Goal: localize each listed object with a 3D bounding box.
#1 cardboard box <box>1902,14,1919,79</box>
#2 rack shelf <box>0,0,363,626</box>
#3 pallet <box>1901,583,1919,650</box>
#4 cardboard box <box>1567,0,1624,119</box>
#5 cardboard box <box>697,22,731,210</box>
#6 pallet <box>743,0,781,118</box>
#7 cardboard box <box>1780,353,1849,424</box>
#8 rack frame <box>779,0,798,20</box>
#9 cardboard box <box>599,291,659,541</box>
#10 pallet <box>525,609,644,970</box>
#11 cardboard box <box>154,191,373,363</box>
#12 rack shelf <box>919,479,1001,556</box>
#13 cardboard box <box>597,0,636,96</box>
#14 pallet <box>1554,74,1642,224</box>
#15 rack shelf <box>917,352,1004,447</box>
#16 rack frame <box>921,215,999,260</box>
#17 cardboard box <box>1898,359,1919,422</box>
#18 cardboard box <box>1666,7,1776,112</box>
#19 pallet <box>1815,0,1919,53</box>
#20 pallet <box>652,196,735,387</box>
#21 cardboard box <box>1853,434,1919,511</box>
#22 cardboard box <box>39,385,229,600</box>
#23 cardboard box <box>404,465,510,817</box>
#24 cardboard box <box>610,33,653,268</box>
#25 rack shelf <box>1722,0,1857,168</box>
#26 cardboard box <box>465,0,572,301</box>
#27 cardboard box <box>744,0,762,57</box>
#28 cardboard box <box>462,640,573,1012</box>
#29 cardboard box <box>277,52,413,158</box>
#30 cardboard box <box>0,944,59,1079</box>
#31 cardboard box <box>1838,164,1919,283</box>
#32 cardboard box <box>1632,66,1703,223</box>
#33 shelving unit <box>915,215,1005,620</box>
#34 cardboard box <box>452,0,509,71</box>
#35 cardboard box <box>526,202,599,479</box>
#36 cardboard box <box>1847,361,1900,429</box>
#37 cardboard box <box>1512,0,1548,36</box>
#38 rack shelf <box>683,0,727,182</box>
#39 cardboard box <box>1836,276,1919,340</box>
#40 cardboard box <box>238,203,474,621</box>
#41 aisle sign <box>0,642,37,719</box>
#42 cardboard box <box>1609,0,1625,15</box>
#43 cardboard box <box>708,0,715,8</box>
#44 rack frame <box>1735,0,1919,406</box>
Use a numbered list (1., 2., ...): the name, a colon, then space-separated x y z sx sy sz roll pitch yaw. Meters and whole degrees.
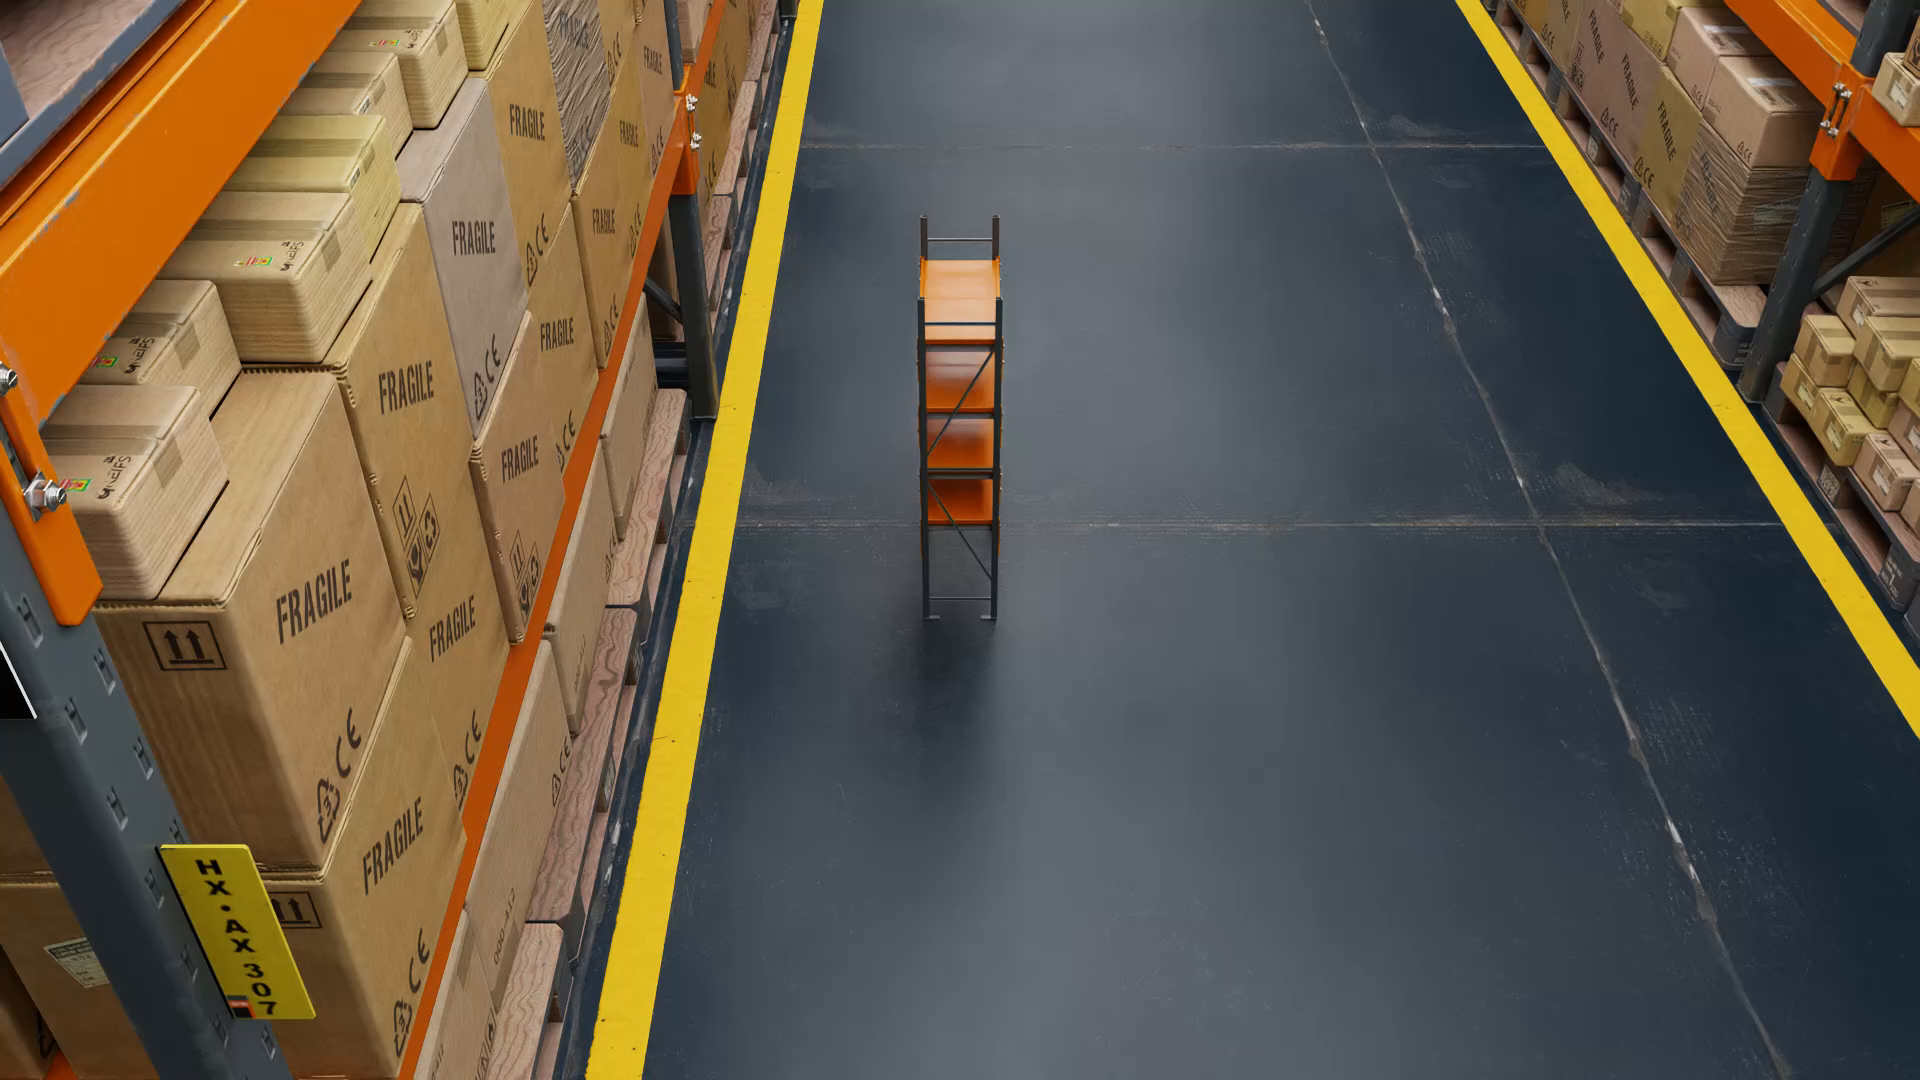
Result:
1. cardboard box: 3.274 -1.571 4.994 0.500 0.500 0.500 -1 39 -1
2. rack shelf: -1.422 -1.298 3.148 1.077 0.370 4.000 0 39 0
3. pallet: 3.566 0.547 4.899 1.003 0.211 1.213 0 39 0
4. cardboard box: 3.276 -2.338 7.932 0.500 0.500 0.500 -1 39 -1
5. cardboard box: -1.514 -1.947 7.144 0.875 0.875 0.875 1 39 1
6. pallet: -1.503 -2.579 8.800 1.003 0.211 1.213 0 39 0
7. cardboard box: 3.205 -0.550 5.981 0.380 0.149 0.250 -2 39 -2
8. rack frame: -1.429 -4.161 8.543 1.000 3.000 0.127 0 39 0
9. cardboard box: -1.531 -0.431 5.602 0.875 0.438 0.875 -1 39 -1
10. pallet: -1.497 0.669 4.746 1.003 0.211 1.213 0 39 0
11. cardboard box: -1.100 -0.389 2.438 0.380 0.149 0.250 1 39 1
12. rack shelf: 0.000 -0.157 5.412 0.258 0.148 0.480 0 39 0
13. cardboard box: -1.155 -1.476 4.314 0.500 0.500 0.500 -1 39 -1
14. pallet: 3.519 -1.890 7.939 1.003 0.211 1.213 0 39 0
15. rack shelf: 0.000 -0.487 5.148 0.258 0.148 0.480 0 39 0
16. rack frame: 0.000 -0.517 5.436 0.240 1.200 0.015 0 39 0
17. cardboard box: 3.310 -0.464 5.398 0.380 0.149 0.250 -1 39 -1
18. cardboard box: 3.285 -1.994 6.903 0.500 0.250 0.500 2 39 2
19. pallet: 3.670 -2.129 6.162 1.003 0.211 1.213 0 39 0
20. pallet: -1.500 -1.054 6.896 1.003 0.211 1.213 0 39 0
21. cardboard box: 3.258 -0.228 5.579 0.380 0.149 0.250 0 39 0
22. cardboard box: -1.143 -0.062 2.031 0.380 0.149 0.250 1 39 1
23. cardboard box: -1.161 0.186 3.039 0.500 0.500 0.500 -1 39 -1
24. cardboard box: -1.162 -1.087 4.627 0.500 0.500 0.500 -1 39 -1
25. rack shelf: 3.524 -2.696 7.291 1.077 0.370 4.000 0 39 0
26. cardboard box: -1.153 -0.844 3.526 0.500 0.500 0.500 0 39 0
27. cardboard box: -1.511 -3.063 8.537 0.875 0.875 0.875 0 39 0
28. cardboard box: -1.530 0.693 4.199 0.875 0.438 0.875 1 39 1
29. cardboard box: -1.172 -0.718 2.849 0.380 0.149 0.250 0 39 0
30. cardboard box: -1.685 0.502 2.645 0.500 0.500 0.500 0 39 0
31. cardboard box: 3.790 -1.377 6.732 0.500 0.500 0.500 1 39 2
32. cardboard box: 3.273 -1.698 7.133 0.500 0.500 0.500 -1 39 -1
33. shelving unit: 0.000 -0.365 5.246 0.258 1.200 0.503 0 39 0
34. cardboard box: -1.103 -1.032 3.241 0.380 0.149 0.250 -1 39 -1
35. cardboard box: -1.161 -0.445 3.827 0.500 0.500 0.500 1 39 1
36. cardboard box: 3.296 -0.508 5.692 0.380 0.149 0.250 0 39 0
37. cardboard box: 3.267 -2.973 8.725 0.500 0.500 0.500 -2 39 -2
38. rack shelf: -1.426 -2.629 7.208 1.077 0.370 4.000 0 39 0
39. cardboard box: 3.319 -0.794 5.810 0.380 0.149 0.250 1 39 2
40. cardboard box: -1.143 -0.211 2.735 0.500 0.500 0.500 -1 39 -1
41. aisle sign: -1.129 -0.128 1.432 0.394 0.787 0.004 0 39 0
42. cardboard box: 3.268 -2.651 7.722 0.500 0.250 0.500 0 39 0
43. cardboard box: -1.163 -2.200 6.216 0.500 0.250 0.500 -1 39 -1
44. rack frame: 3.526 -1.726 5.505 1.000 3.000 0.127 0 39 0
